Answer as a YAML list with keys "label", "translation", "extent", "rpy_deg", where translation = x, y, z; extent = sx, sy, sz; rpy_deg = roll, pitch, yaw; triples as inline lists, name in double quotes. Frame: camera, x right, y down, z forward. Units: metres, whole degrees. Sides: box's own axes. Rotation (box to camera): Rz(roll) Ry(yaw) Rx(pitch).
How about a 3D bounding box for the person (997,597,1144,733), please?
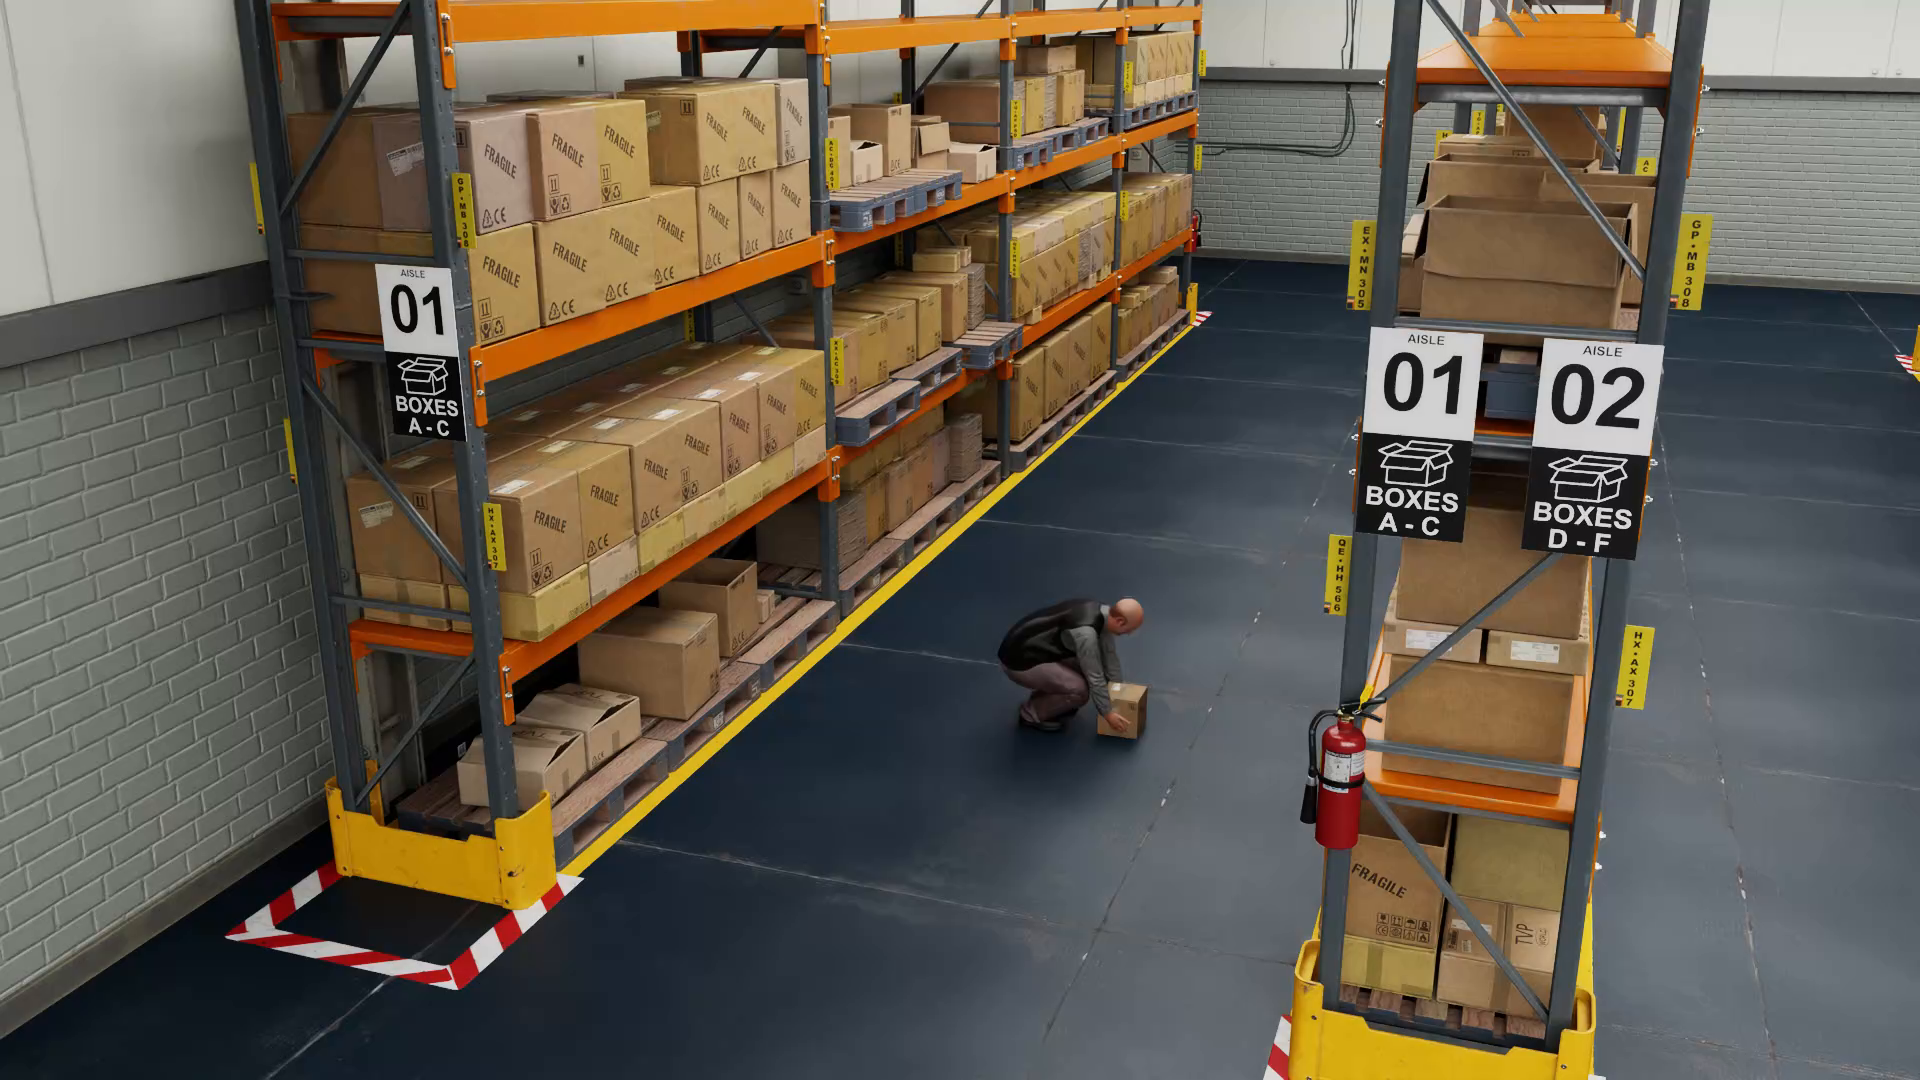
- label: "person"
  translation: [0.685, 0.756, 10.298]
  extent: [0.875, 0.806, 0.534]
  rpy_deg: [6, 20, 18]
